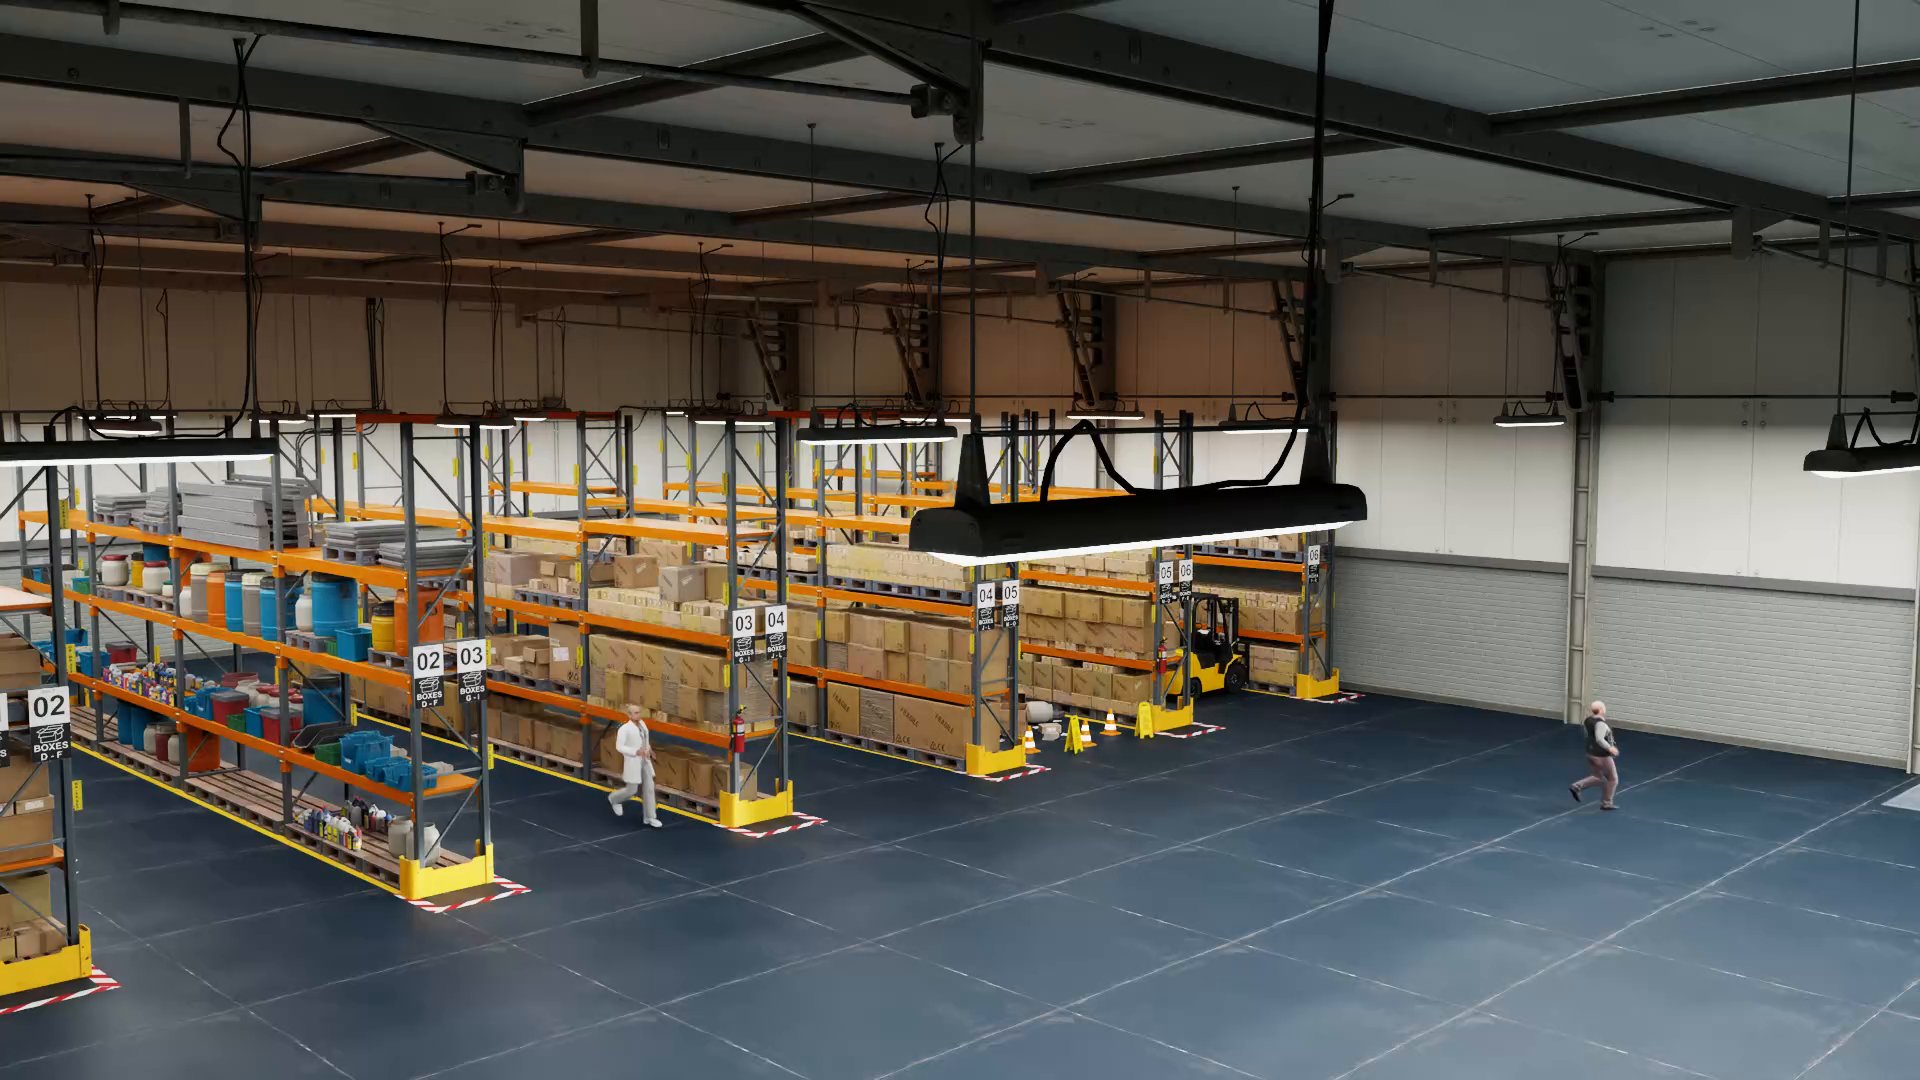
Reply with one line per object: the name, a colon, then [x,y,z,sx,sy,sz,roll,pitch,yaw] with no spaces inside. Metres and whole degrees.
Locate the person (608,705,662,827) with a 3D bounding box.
person: [-4.785,3.309,24.529,1.024,1.764,0.718,3,6,35]

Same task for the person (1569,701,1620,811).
person: [9.720,3.291,25.362,0.754,1.683,0.666,0,5,-5]
